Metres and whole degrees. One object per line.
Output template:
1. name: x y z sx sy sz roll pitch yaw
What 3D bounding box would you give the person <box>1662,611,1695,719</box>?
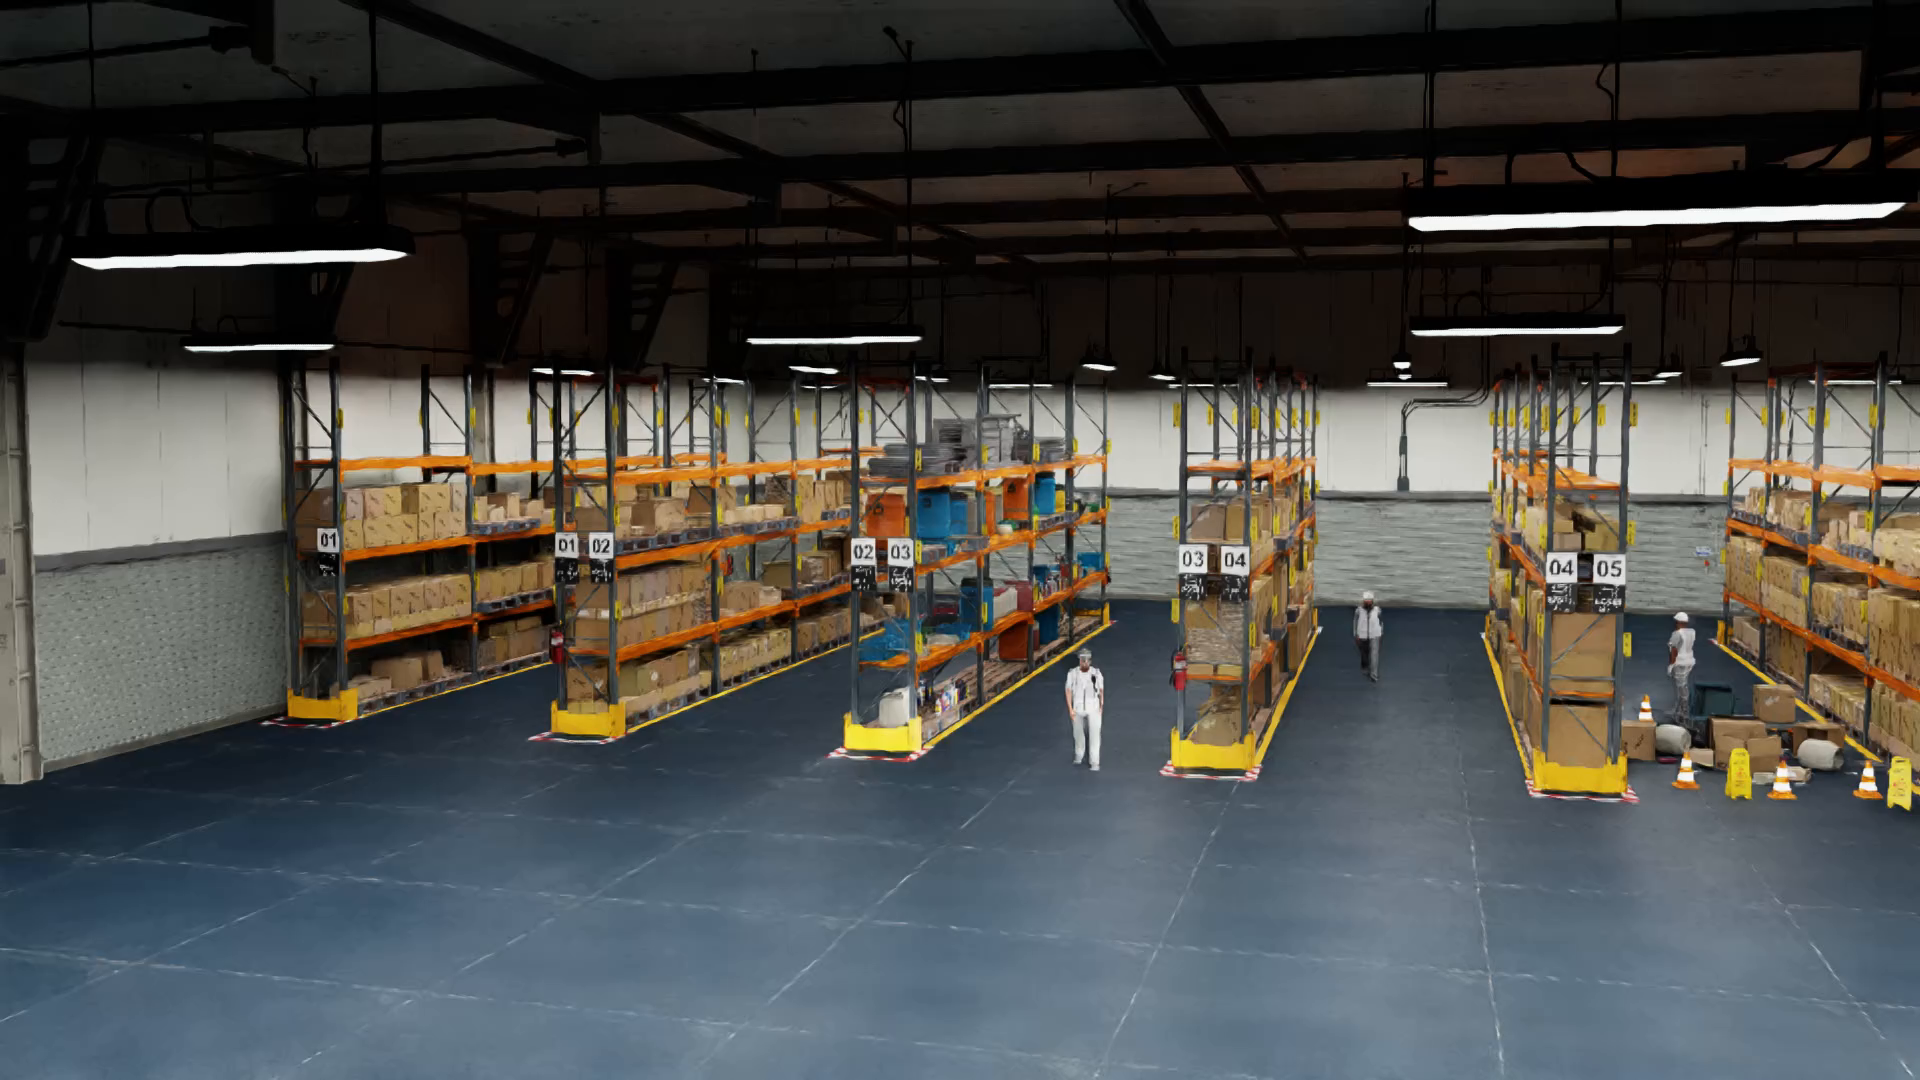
1. person: 11.936 2.069 27.608 0.665 1.782 0.580 -4 6 -44

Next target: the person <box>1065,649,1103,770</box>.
1. person: 1.773 2.391 23.735 0.536 1.707 1.036 1 4 7

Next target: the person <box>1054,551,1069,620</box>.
1. person: 2.430 1.084 39.712 0.424 1.622 0.538 -2 5 -31

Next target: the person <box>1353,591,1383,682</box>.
1. person: 7.788 1.811 31.768 0.543 1.700 1.114 1 4 18
